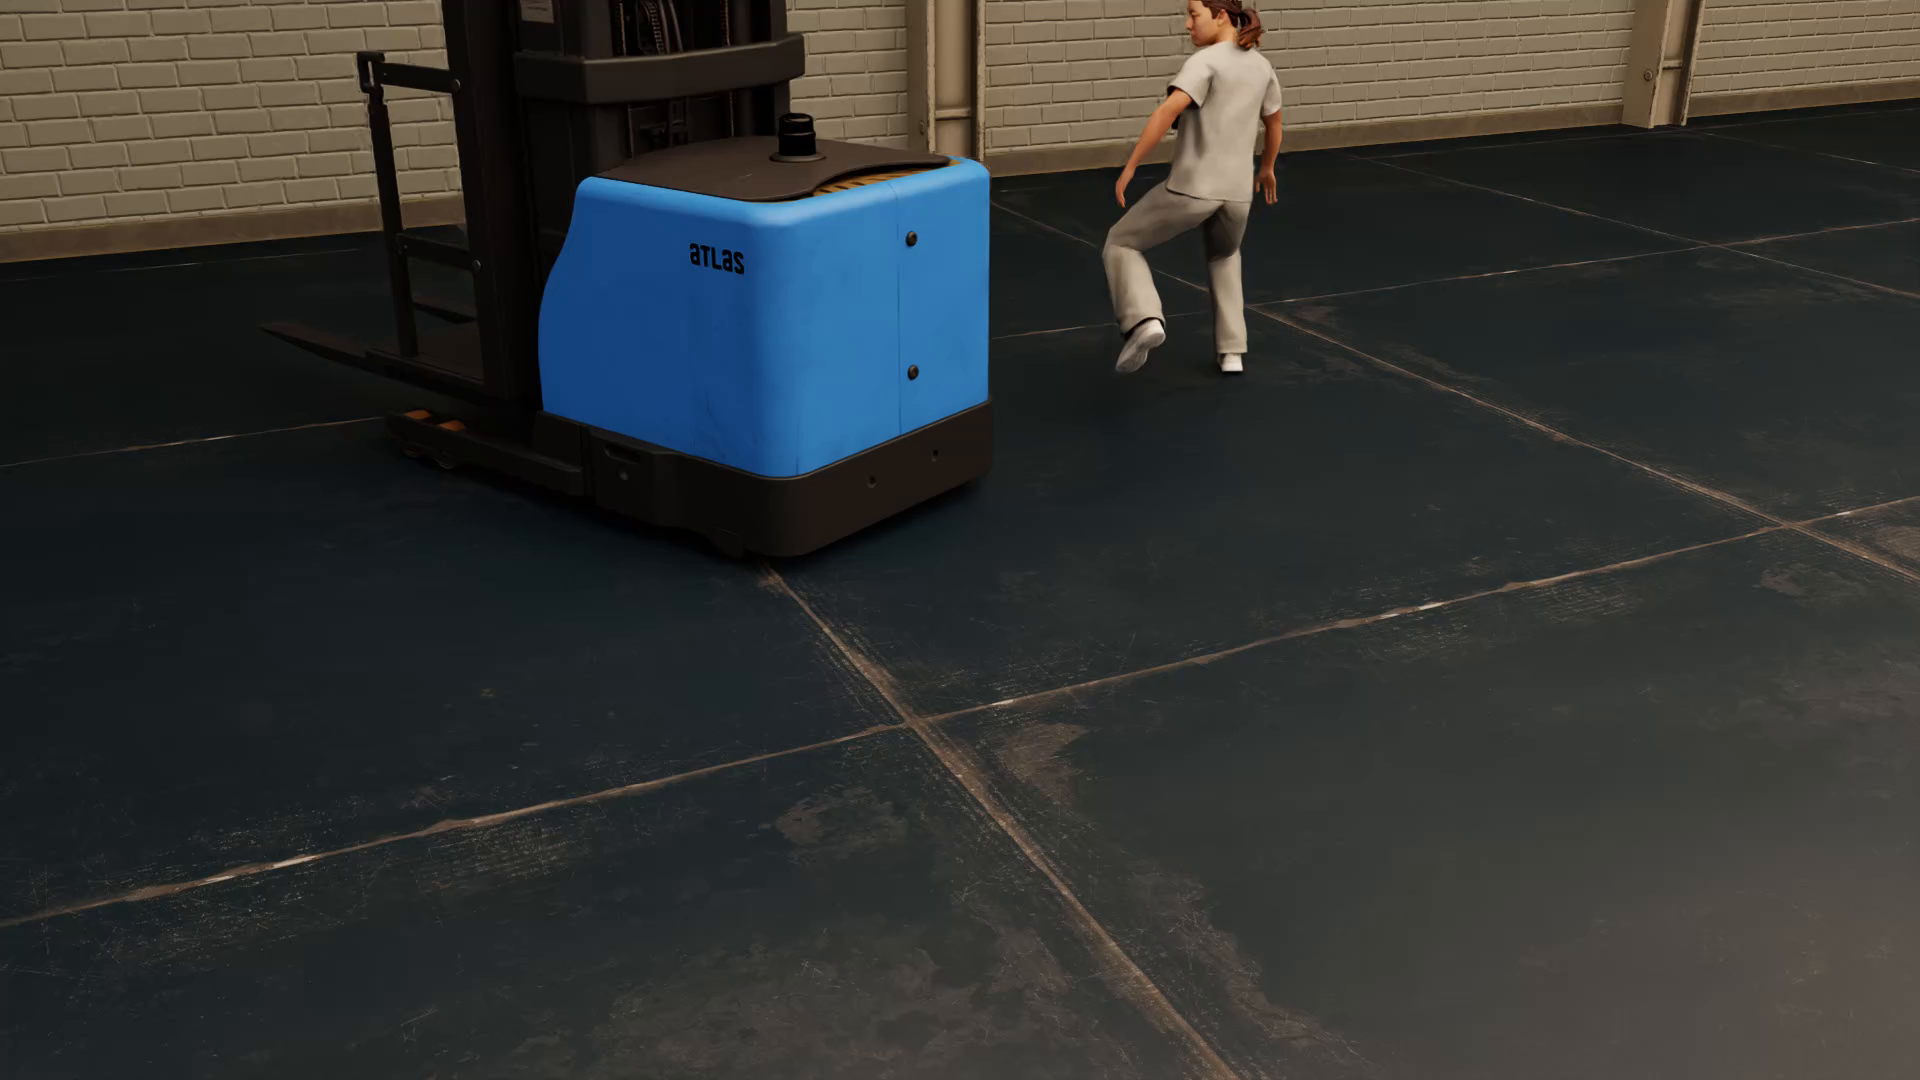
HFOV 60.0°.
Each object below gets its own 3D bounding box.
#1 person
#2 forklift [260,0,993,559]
[{"bbox_3d":[0.934,-1.371,6.437,0.878,1.561,0.496,-10,25,-22],"label":"person"},{"bbox_3d":[-1.365,-1.737,5.467,3.031,2.935,1.130,17,28,35],"label":"forklift"}]
